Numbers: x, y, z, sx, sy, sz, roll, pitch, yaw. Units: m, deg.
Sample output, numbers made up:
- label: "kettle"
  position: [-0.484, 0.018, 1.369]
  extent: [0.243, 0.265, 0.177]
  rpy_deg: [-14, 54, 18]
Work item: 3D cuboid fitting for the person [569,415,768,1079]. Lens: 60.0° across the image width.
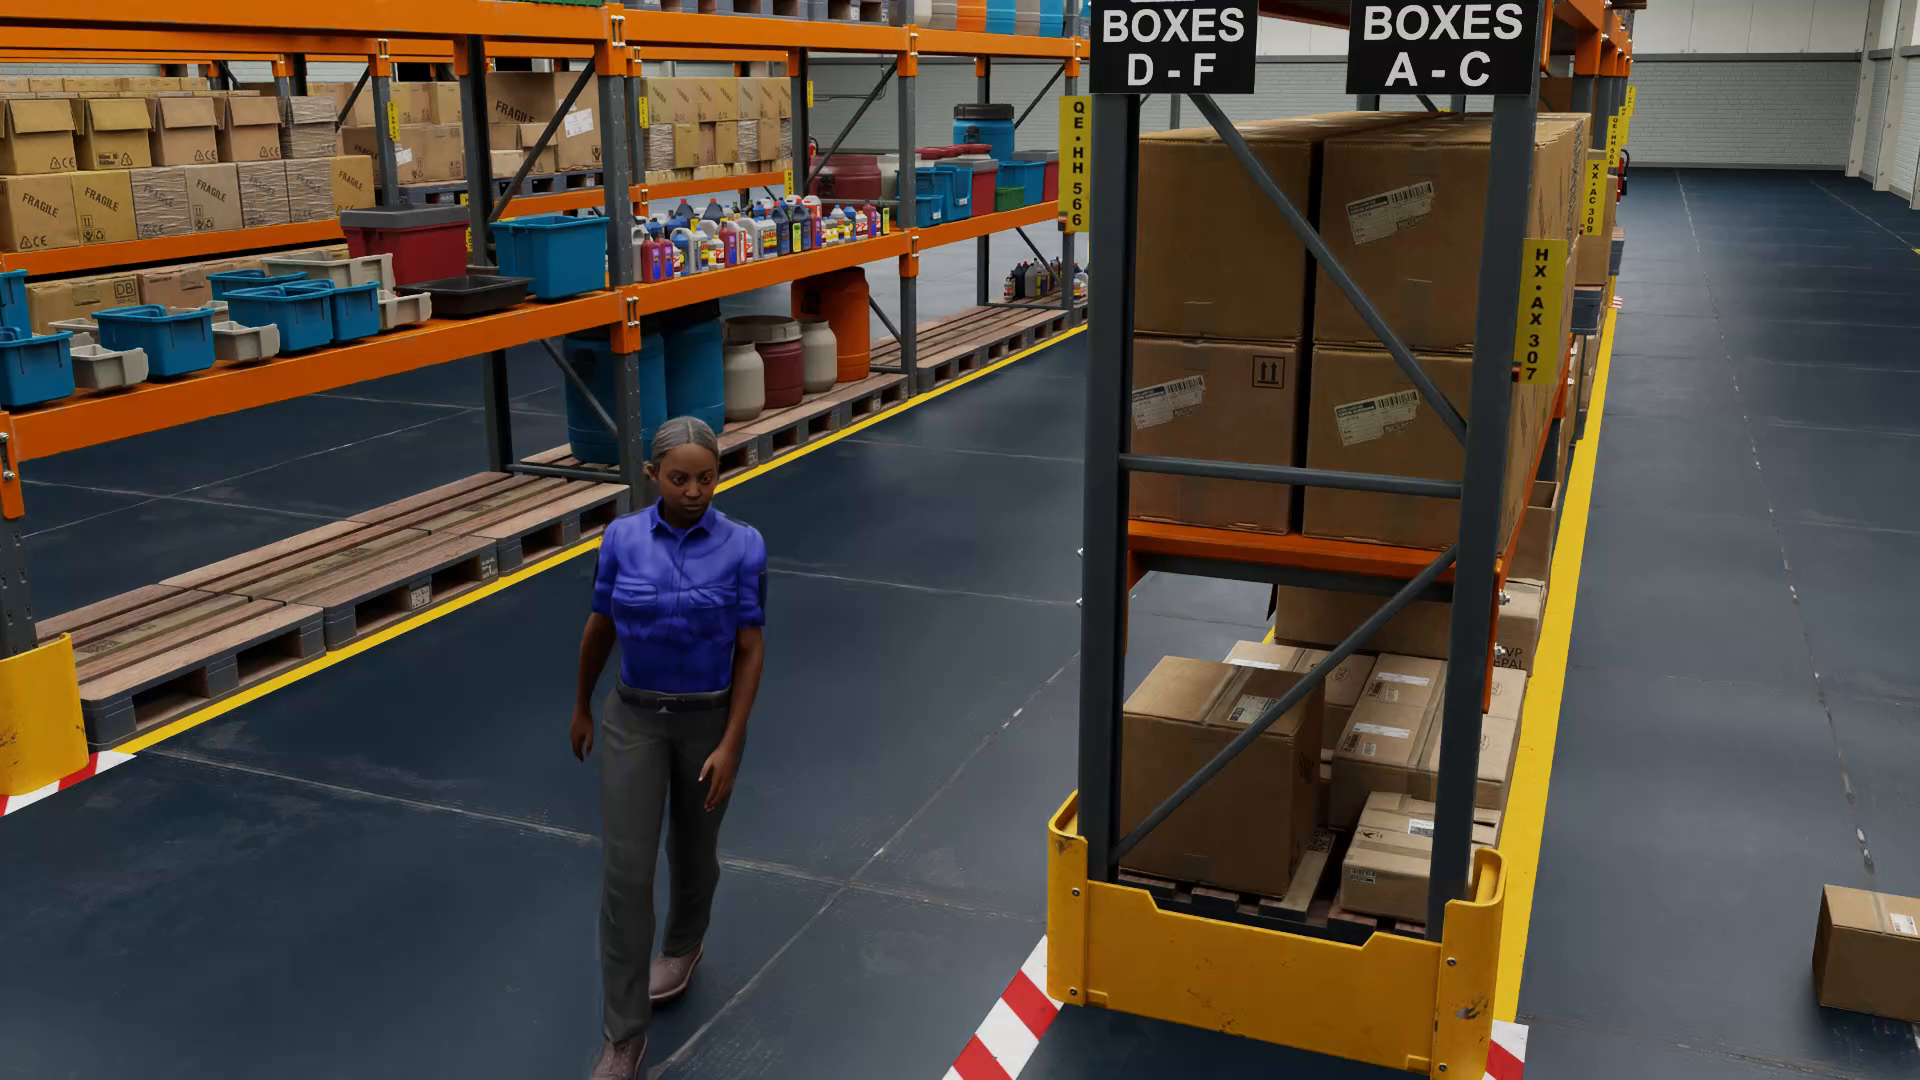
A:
- label: "person"
  position: [-0.742, 0.518, 4.168]
  extent: [0.539, 1.652, 0.766]
  rpy_deg: [-1, 16, -5]
